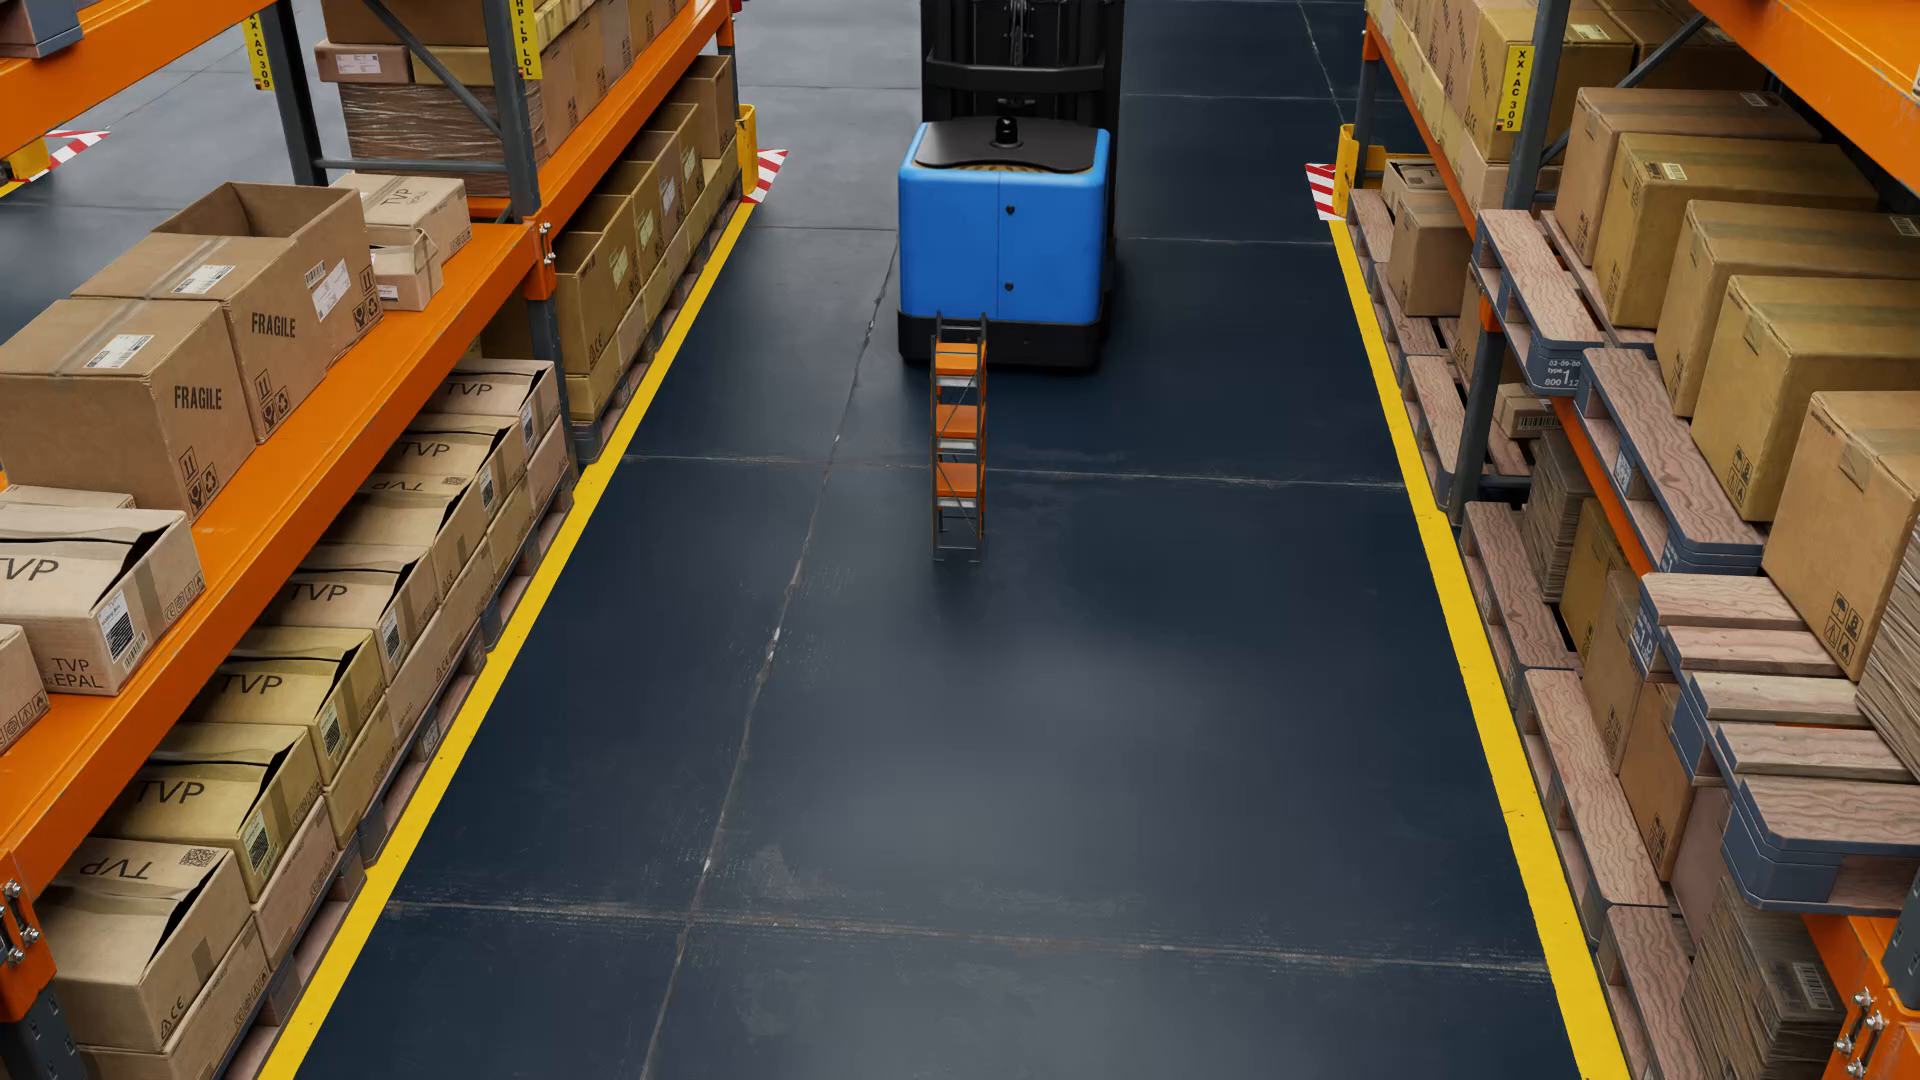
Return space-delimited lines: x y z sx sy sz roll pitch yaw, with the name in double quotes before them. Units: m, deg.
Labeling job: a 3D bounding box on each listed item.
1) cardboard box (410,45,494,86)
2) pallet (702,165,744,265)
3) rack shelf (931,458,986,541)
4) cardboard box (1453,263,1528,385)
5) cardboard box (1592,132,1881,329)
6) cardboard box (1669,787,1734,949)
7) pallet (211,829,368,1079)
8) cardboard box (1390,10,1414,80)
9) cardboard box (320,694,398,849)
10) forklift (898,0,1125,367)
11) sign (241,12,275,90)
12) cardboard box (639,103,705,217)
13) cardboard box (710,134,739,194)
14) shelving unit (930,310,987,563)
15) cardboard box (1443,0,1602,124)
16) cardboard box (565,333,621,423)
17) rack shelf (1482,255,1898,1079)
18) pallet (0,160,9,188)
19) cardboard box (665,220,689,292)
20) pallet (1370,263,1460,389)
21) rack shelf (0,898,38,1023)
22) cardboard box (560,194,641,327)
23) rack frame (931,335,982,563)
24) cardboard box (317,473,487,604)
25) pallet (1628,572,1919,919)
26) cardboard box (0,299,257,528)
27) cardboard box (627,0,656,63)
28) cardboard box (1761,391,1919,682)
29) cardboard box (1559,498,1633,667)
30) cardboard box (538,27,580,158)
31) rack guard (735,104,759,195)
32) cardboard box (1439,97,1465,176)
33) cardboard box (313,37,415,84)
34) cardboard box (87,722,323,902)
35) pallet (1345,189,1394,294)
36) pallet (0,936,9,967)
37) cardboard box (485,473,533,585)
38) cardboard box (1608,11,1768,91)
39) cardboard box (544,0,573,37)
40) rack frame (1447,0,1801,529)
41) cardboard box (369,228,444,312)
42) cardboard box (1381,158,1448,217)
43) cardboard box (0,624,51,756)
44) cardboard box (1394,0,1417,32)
"cardboard box" -2.051 -2.000 6.923 0.380 0.149 0.250 2 32 4
"pallet" -1.961 -2.052 10.378 1.003 0.211 1.213 2 32 4
"rack shelf" -0.004 -0.173 7.081 0.215 0.259 0.240 2 32 4
"cardboard box" 2.716 -1.007 7.988 0.500 0.500 0.500 0 32 0
"cardboard box" 2.543 -1.013 5.519 0.700 0.500 0.500 6 32 9
"cardboard box" 2.510 0.986 4.754 0.700 0.500 0.500 2 32 4
"pallet" -2.486 1.301 4.938 1.003 0.211 1.213 2 32 4
"cardboard box" 2.565 -2.596 8.727 0.500 0.250 0.500 2 32 3
"cardboard box" -2.180 0.738 5.414 0.500 0.250 0.500 2 32 3
"forklift" 0.362 -2.888 9.142 1.130 2.935 3.031 3 32 6
"sign" -2.820 -1.974 6.694 0.100 0.325 0.005 2 32 4
"cardboard box" -1.755 -2.151 9.388 0.500 0.500 0.500 2 32 4
"cardboard box" -1.690 -2.356 10.434 0.500 0.250 0.500 2 32 4
"shelving unit" -0.004 -0.419 6.929 0.215 1.050 0.252 2 32 4
"cardboard box" 2.436 -2.125 7.248 0.500 0.500 0.500 2 32 4
"cardboard box" -1.926 -0.787 7.888 0.500 0.250 0.500 2 32 4
"rack shelf" 2.508 0.013 5.056 1.077 0.370 4.000 2 32 4
"pallet" -6.908 -2.201 10.620 1.003 0.211 1.213 2 32 4
"cardboard box" -1.800 -1.571 9.161 0.500 0.250 0.500 2 32 4
"pallet" 2.787 -1.145 8.906 1.003 0.211 1.213 2 32 4
"rack shelf" -2.755 1.895 2.002 1.077 0.370 4.000 2 32 4
"cardboard box" -1.884 -1.367 8.116 0.500 0.500 0.500 2 32 4
"rack frame" -0.014 -0.355 6.826 0.200 1.050 0.008 2 32 4
"cardboard box" -2.093 -0.039 6.140 0.500 0.311 0.500 2 32 4
"pallet" 2.297 0.457 3.833 1.213 0.211 1.003 2 32 4
"cardboard box" -2.472 -0.378 4.909 0.500 0.500 0.500 1 32 1
"cardboard box" -2.076 -2.905 9.010 0.700 0.500 0.500 3 32 4
"cardboard box" 2.392 -0.017 3.904 0.700 0.500 0.500 0 32 -1
"cardboard box" 2.636 0.195 6.037 0.700 0.500 0.500 2 32 3
"cardboard box" -2.200 -2.100 7.703 0.700 0.500 0.500 2 32 3
"rack guard" -1.939 -2.589 10.975 1.175 0.500 0.348 2 32 4
"cardboard box" 2.456 -1.805 7.443 0.500 0.250 0.500 3 32 4
"cardboard box" -2.458 -2.019 6.954 0.380 0.149 0.250 2 32 4
"cardboard box" -2.222 0.759 4.845 0.500 0.311 0.500 2 32 3
"pallet" 2.889 -1.781 9.939 1.003 0.211 1.213 2 32 4
"pallet" -2.577 0.982 2.981 1.213 0.211 1.003 2 32 4
"cardboard box" -2.054 -0.064 6.715 0.500 0.250 0.500 2 32 3
"cardboard box" 2.918 -1.840 6.786 0.500 0.500 0.500 2 32 3
"cardboard box" -1.992 -2.403 7.577 0.380 0.149 0.250 2 32 4
"rack frame" 2.671 -1.339 6.564 1.000 3.000 0.127 2 32 4
"cardboard box" -2.155 -1.024 6.181 0.396 0.266 0.258 2 32 3
"cardboard box" 2.851 -2.116 9.967 0.500 0.311 0.500 -1 32 -2
"cardboard box" -2.519 0.392 3.839 0.500 0.311 0.500 4 32 7
"cardboard box" 2.560 -2.930 8.555 0.500 0.500 0.500 1 32 2
